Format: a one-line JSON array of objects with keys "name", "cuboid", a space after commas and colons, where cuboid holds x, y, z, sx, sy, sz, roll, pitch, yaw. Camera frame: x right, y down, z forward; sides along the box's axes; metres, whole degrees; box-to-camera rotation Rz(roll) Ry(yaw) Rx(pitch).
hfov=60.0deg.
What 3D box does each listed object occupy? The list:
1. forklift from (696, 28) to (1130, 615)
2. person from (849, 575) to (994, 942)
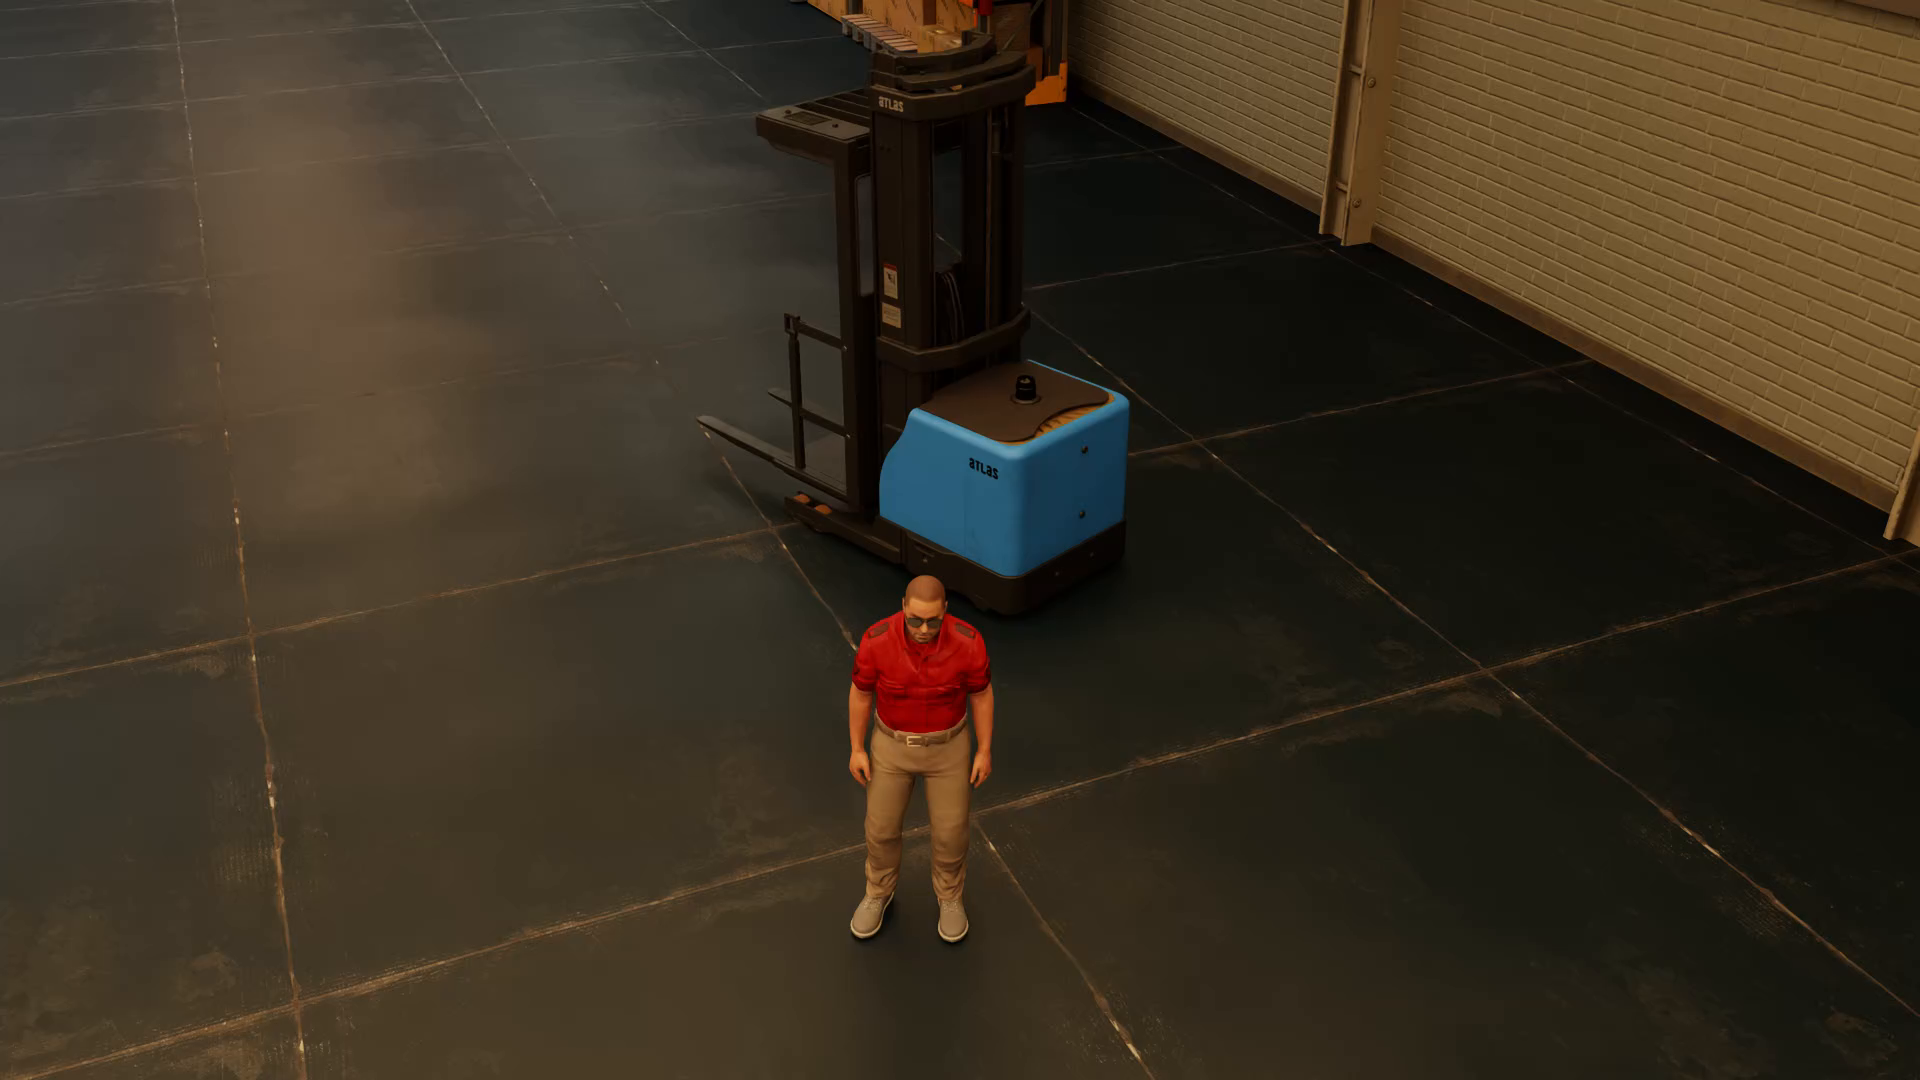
[{"name": "forklift", "cuboid": [-0.436, -1.483, 9.714, 3.031, 2.935, 1.130, 26, 39, 37]}, {"name": "person", "cuboid": [-0.165, 0.871, 6.810, 0.604, 1.726, 0.399, 1, 30, 1]}]
